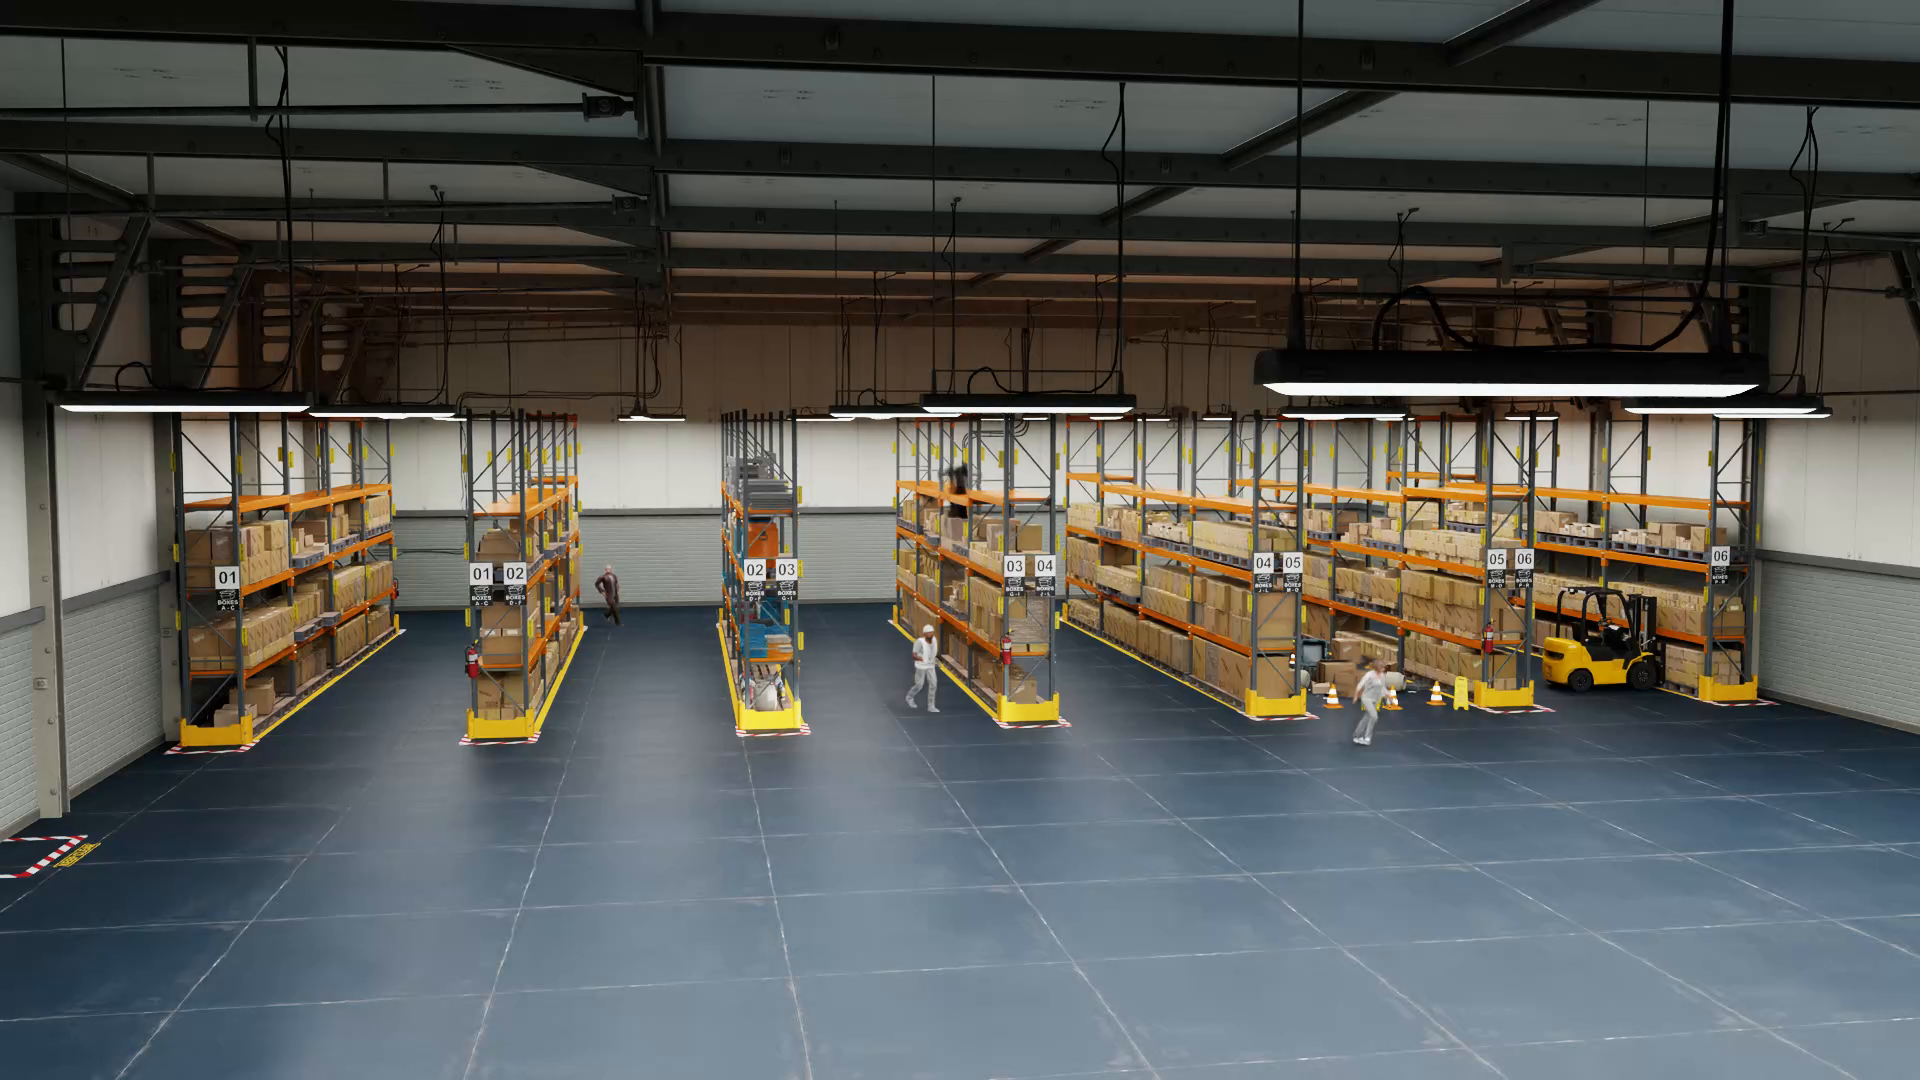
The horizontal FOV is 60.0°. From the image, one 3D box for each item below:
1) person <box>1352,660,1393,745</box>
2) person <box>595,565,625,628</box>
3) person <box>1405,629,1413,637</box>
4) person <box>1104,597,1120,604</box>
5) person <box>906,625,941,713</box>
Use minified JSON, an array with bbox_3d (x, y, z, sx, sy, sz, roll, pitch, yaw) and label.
[{"bbox_3d":[7.326,2.886,29.611,0.515,1.518,0.714,-3,5,-36],"label":"person"},{"bbox_3d":[-9.896,1.586,46.885,0.983,1.755,0.696,3,5,37],"label":"person"},{"bbox_3d":[11.331,1.989,41.291,0.651,1.737,0.787,-1,4,-15],"label":"person"},{"bbox_3d":[4.590,1.364,50.023,0.844,1.766,0.648,-1,4,-19],"label":"person"},{"bbox_3d":[-0.738,2.541,33.105,0.696,1.748,0.945,-3,5,-37],"label":"person"}]
